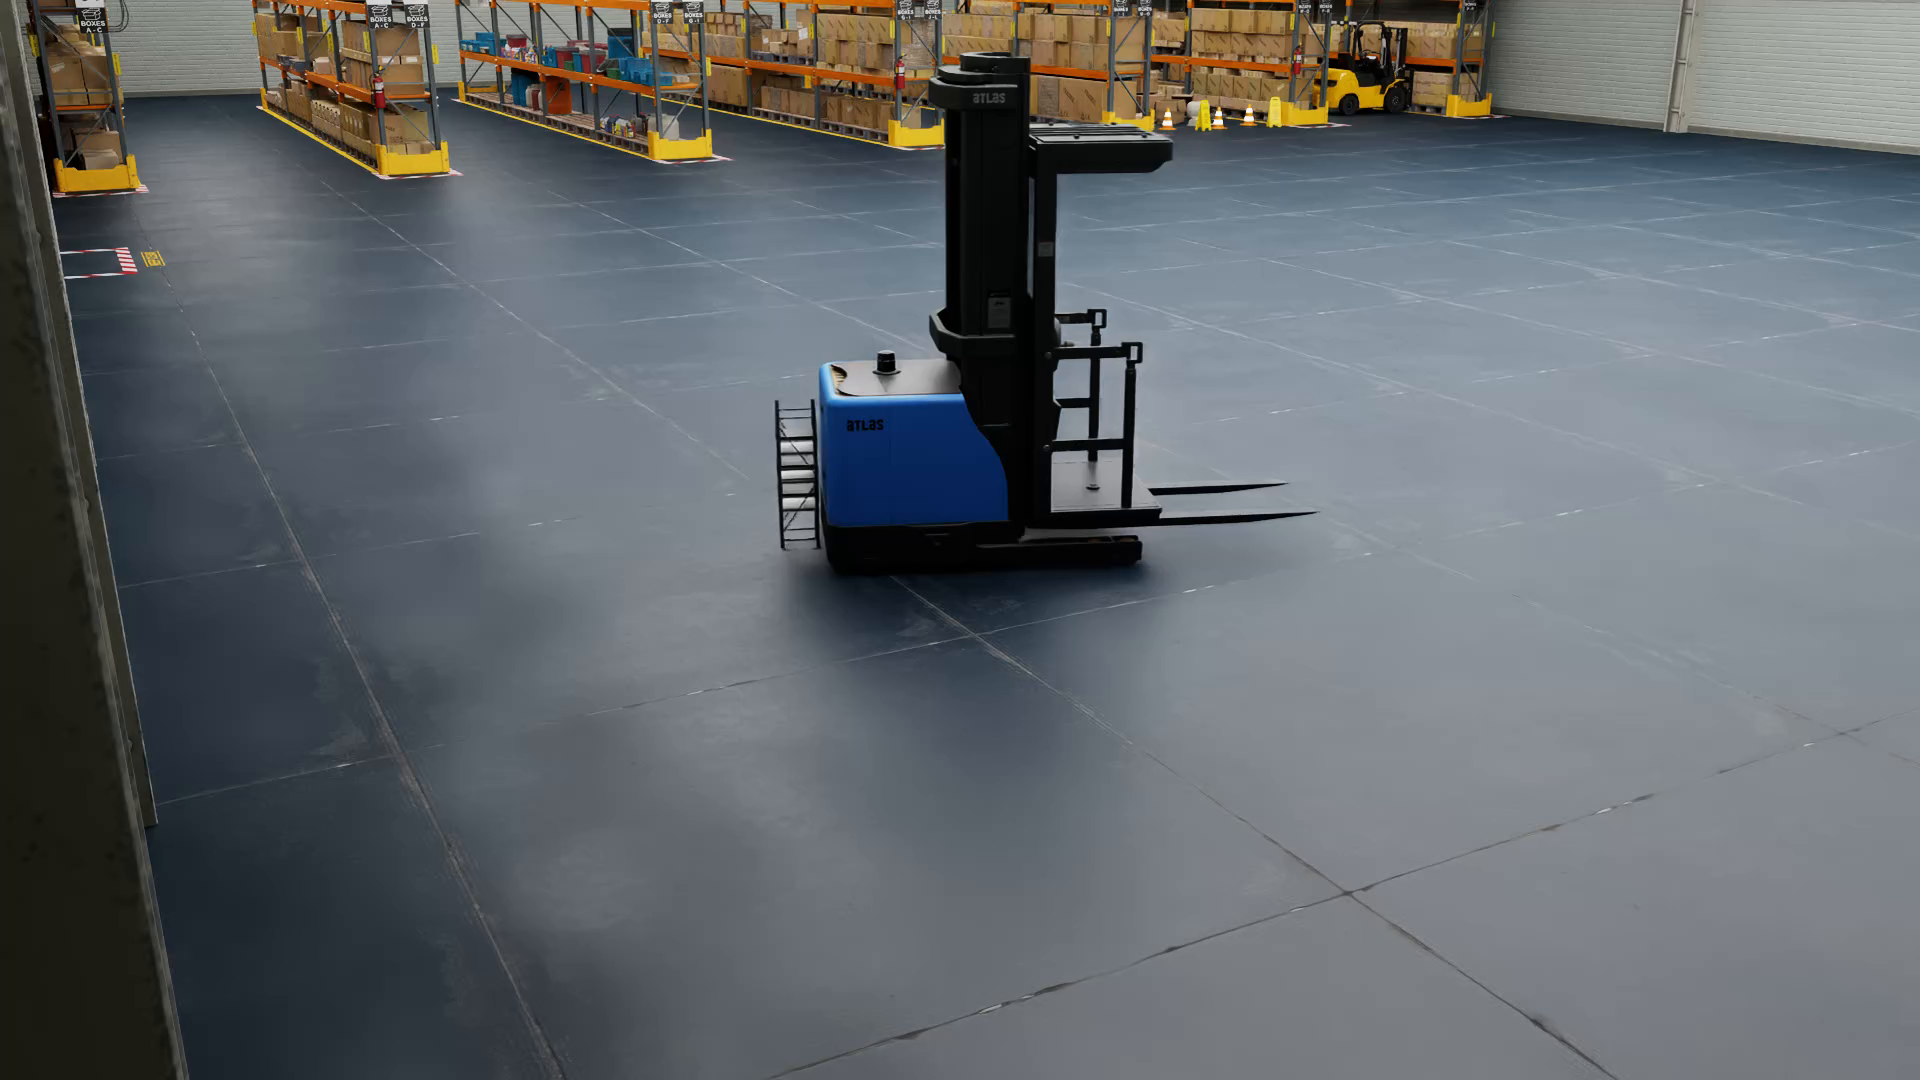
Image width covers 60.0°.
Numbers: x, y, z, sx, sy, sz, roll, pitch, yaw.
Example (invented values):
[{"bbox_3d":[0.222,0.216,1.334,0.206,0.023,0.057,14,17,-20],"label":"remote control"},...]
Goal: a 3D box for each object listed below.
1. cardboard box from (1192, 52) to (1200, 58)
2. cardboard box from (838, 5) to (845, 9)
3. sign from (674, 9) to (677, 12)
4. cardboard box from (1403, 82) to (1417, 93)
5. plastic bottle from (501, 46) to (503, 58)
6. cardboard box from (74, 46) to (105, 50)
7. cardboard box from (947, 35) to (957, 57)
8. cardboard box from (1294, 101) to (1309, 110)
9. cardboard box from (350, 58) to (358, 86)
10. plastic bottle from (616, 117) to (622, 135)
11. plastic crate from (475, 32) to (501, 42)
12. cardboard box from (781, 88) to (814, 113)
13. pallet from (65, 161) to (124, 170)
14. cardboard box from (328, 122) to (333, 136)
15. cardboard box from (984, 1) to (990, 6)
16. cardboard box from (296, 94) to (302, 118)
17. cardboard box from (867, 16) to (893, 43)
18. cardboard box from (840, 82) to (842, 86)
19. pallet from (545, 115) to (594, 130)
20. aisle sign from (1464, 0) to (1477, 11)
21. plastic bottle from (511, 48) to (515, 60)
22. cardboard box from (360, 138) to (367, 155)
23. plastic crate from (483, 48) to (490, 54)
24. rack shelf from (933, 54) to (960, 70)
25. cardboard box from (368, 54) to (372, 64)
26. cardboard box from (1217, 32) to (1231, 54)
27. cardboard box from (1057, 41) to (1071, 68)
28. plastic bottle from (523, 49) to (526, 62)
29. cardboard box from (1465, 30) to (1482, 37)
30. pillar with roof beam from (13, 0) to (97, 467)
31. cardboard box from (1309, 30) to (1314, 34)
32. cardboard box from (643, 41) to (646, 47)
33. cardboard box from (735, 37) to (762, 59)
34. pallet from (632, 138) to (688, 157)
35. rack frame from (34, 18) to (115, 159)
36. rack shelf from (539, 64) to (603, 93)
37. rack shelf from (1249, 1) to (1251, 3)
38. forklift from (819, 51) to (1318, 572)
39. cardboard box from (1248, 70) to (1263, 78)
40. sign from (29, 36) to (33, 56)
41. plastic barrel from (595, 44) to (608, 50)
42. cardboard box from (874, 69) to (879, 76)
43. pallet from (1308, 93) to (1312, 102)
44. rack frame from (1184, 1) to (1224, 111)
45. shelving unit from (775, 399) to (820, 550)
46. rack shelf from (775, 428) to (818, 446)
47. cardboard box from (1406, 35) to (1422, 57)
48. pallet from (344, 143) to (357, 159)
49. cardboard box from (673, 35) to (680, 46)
[{"bbox_3d":[5.863,-11.807,40.447,0.380,0.149,0.250,-10,21,-27],"label":"cardboard box"},{"bbox_3d":[-3.053,-14.617,46.063,0.500,0.500,0.500,-9,21,-25],"label":"cardboard box"},{"bbox_3d":[-7.940,-14.715,46.352,0.100,0.325,0.005,-10,21,-27],"label":"sign"},{"bbox_3d":[11.264,-11.204,41.121,0.500,0.250,0.500,-11,22,-28],"label":"cardboard box"},{"bbox_3d":[-11.084,-11.833,40.319,0.061,0.283,0.133,-10,21,-27],"label":"plastic bottle"},{"bbox_3d":[-15.306,-8.434,29.338,0.500,0.500,0.500,-10,21,-27],"label":"cardboard box"},{"bbox_3d":[0.008,-12.149,40.901,0.500,0.500,0.500,-10,22,-27],"label":"cardboard box"},{"bbox_3d":[7.756,-10.090,38.660,0.500,0.250,0.500,-10,21,-27],"label":"cardboard box"},{"bbox_3d":[-10.973,-8.768,31.102,0.700,0.500,0.500,-10,22,-27],"label":"cardboard box"},{"bbox_3d":[-6.775,-8.247,33.133,0.144,0.351,0.185,-10,21,-27],"label":"plastic bottle"},{"bbox_3d":[-12.459,-13.186,43.914,0.616,0.435,0.499,-10,21,-27],"label":"plastic crate"},{"bbox_3d":[-3.739,-10.197,38.555,0.700,0.500,0.500,-8,21,-22],"label":"cardboard box"},{"bbox_3d":[-14.870,-6.373,28.589,1.003,0.211,1.213,-10,21,-27],"label":"pallet"},{"bbox_3d":[-12.379,-8.262,33.362,0.500,0.250,0.500,-9,21,-25],"label":"cardboard box"},{"bbox_3d":[0.922,-15.740,48.782,0.380,0.149,0.250,-11,22,-28],"label":"cardboard box"},{"bbox_3d":[-14.496,-9.702,37.121,0.500,0.500,0.500,-11,22,-29],"label":"cardboard box"},{"bbox_3d":[-1.547,-10.305,33.568,0.500,0.500,0.500,-10,21,-27],"label":"cardboard box"},{"bbox_3d":[-3.153,-12.859,46.840,0.380,0.149,0.250,-10,21,-26],"label":"cardboard box"},{"bbox_3d":[-8.650,-9.365,37.261,1.003,0.211,1.213,-10,21,-27],"label":"pallet"},{"bbox_3d":[12.035,-12.852,39.105,0.394,0.787,0.004,-10,21,-27],"label":"aisle sign"},{"bbox_3d":[-10.559,-11.543,39.490,0.152,0.276,0.135,-10,21,-27],"label":"plastic bottle"},{"bbox_3d":[-10.548,-7.141,30.112,0.500,0.250,0.500,-10,21,-27],"label":"cardboard box"},{"bbox_3d":[-11.651,-12.238,41.642,0.437,0.125,0.590,-10,21,-27],"label":"plastic crate"},{"bbox_3d":[0.738,-11.504,40.288,1.077,0.370,4.000,-10,21,-27],"label":"rack shelf"},{"bbox_3d":[-10.142,-8.431,29.133,0.380,0.149,0.250,-10,22,-27],"label":"cardboard box"},{"bbox_3d":[6.446,-11.797,39.426,0.500,0.500,0.500,-10,21,-27],"label":"cardboard box"},{"bbox_3d":[2.647,-10.772,36.835,0.875,0.550,0.500,-10,21,-27],"label":"cardboard box"},{"bbox_3d":[-10.094,-11.235,38.583,0.061,0.283,0.133,-10,21,-27],"label":"plastic bottle"},{"bbox_3d":[12.329,-12.179,39.992,0.380,0.149,0.250,-11,22,-28],"label":"cardboard box"},{"bbox_3d":[-2.661,-5.483,12.539,9.100,9.000,0.400,-10,21,-27],"label":"pillar with roof beam"},{"bbox_3d":[9.416,-13.396,44.133,0.500,0.250,0.500,-10,21,-26],"label":"cardboard box"},{"bbox_3d":[-8.546,-13.703,45.945,0.380,0.149,0.250,-10,21,-26],"label":"cardboard box"},{"bbox_3d":[-5.077,-11.829,39.975,0.500,0.500,0.500,-9,21,-25],"label":"cardboard box"},{"bbox_3d":[-5.643,-7.545,31.988,1.003,0.211,1.213,-10,21,-27],"label":"pallet"},{"bbox_3d":[-15.803,-8.229,29.694,1.000,3.000,0.127,-10,21,-27],"label":"rack frame"},{"bbox_3d":[-8.034,-9.997,35.922,1.077,0.370,4.000,-10,21,-27],"label":"rack shelf"},{"bbox_3d":[7.513,-15.636,47.663,1.077,0.370,4.000,-10,21,-27],"label":"rack shelf"},{"bbox_3d":[0.666,-1.393,9.989,3.031,2.935,1.130,-2,19,-7],"label":"forklift"},{"bbox_3d":[6.936,-10.834,38.672,0.380,0.149,0.250,-10,21,-26],"label":"cardboard box"},{"bbox_3d":[-16.290,-8.689,29.253,0.100,0.325,0.005,-10,21,-27],"label":"sign"},{"bbox_3d":[-7.694,-10.347,35.623,0.433,0.535,0.433,0,19,0],"label":"plastic barrel"},{"bbox_3d":[-1.530,-9.523,33.830,0.380,0.149,0.250,-10,21,-27],"label":"cardboard box"},{"bbox_3d":[9.978,-11.723,44.094,1.003,0.211,1.213,-10,21,-27],"label":"pallet"},{"bbox_3d":[5.996,-12.065,40.812,1.000,3.000,0.127,-10,21,-27],"label":"rack frame"},{"bbox_3d":[-0.998,-0.400,10.224,0.258,0.900,0.210,-3,19,-7],"label":"shelving unit"},{"bbox_3d":[-0.999,-0.624,10.146,0.258,0.077,0.200,-3,19,-7],"label":"rack shelf"},{"bbox_3d":[11.315,-12.132,40.853,0.500,0.500,0.500,-10,22,-28],"label":"cardboard box"},{"bbox_3d":[-11.105,-7.444,31.695,1.003,0.211,1.213,-10,21,-27],"label":"pallet"},{"bbox_3d":[-7.213,-13.131,43.674,0.500,0.250,0.500,-9,21,-25],"label":"cardboard box"}]
